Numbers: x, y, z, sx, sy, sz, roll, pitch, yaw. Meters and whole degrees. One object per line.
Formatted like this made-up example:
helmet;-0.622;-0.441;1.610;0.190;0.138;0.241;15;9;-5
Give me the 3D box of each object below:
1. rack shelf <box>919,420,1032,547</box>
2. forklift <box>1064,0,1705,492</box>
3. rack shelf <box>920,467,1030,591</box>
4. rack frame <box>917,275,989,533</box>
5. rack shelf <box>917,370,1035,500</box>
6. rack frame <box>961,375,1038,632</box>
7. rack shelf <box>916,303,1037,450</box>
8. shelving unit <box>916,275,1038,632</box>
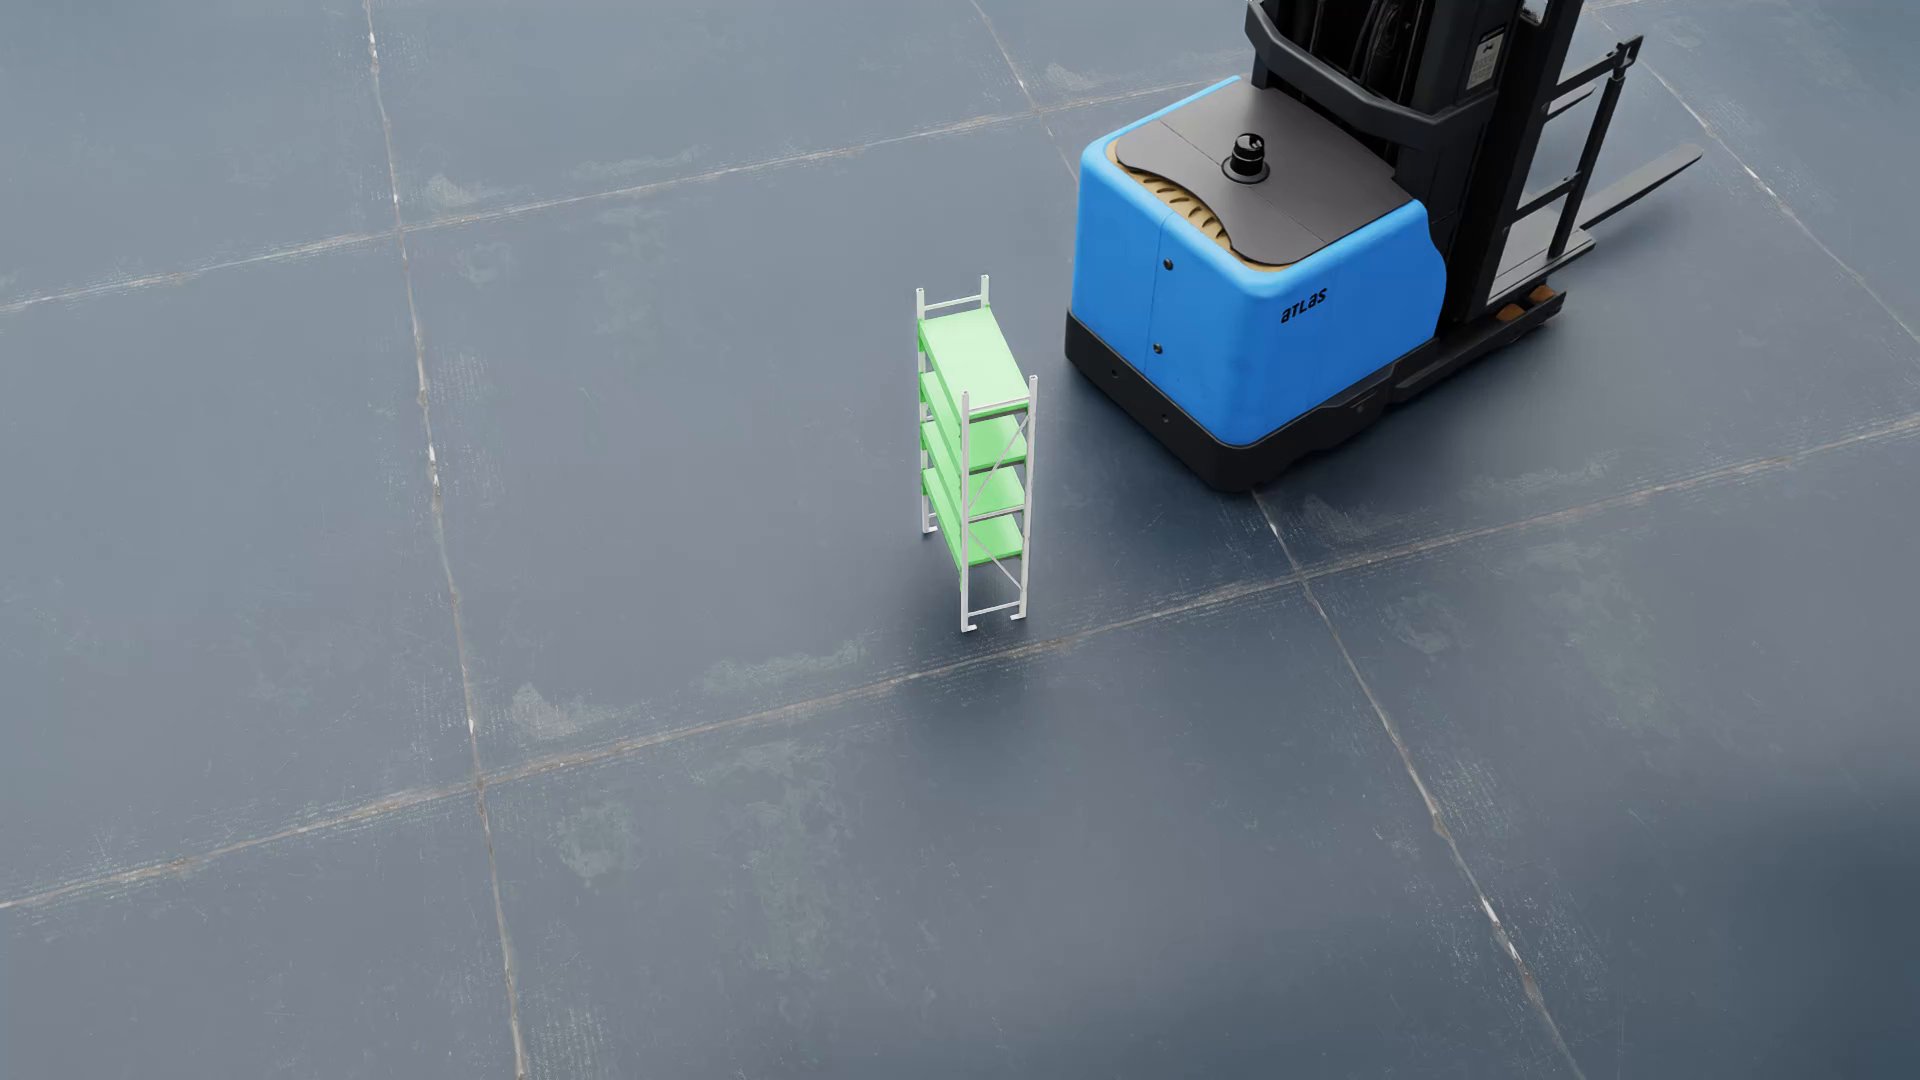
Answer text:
rack shelf;0.049;-0.225;5.738;0.258;0.148;0.480;-13;51;-11
forklift;1.914;-2.059;6.069;3.031;2.935;1.130;-30;56;-23
rack shelf;0.049;-0.070;5.922;0.258;0.148;0.480;-13;51;-11
rack frame;-0.023;-0.444;5.840;0.240;1.200;0.015;-13;51;-11
rack shelf;0.049;-0.379;5.555;0.258;0.148;0.480;-13;51;-11
rack frame;0.121;-0.088;5.539;0.240;1.200;0.015;-13;51;-11
rack shelf;0.049;-0.534;5.371;0.258;0.148;0.480;-13;51;-11
shelving unit;0.049;-0.266;5.689;0.258;1.200;0.503;-13;51;-11
